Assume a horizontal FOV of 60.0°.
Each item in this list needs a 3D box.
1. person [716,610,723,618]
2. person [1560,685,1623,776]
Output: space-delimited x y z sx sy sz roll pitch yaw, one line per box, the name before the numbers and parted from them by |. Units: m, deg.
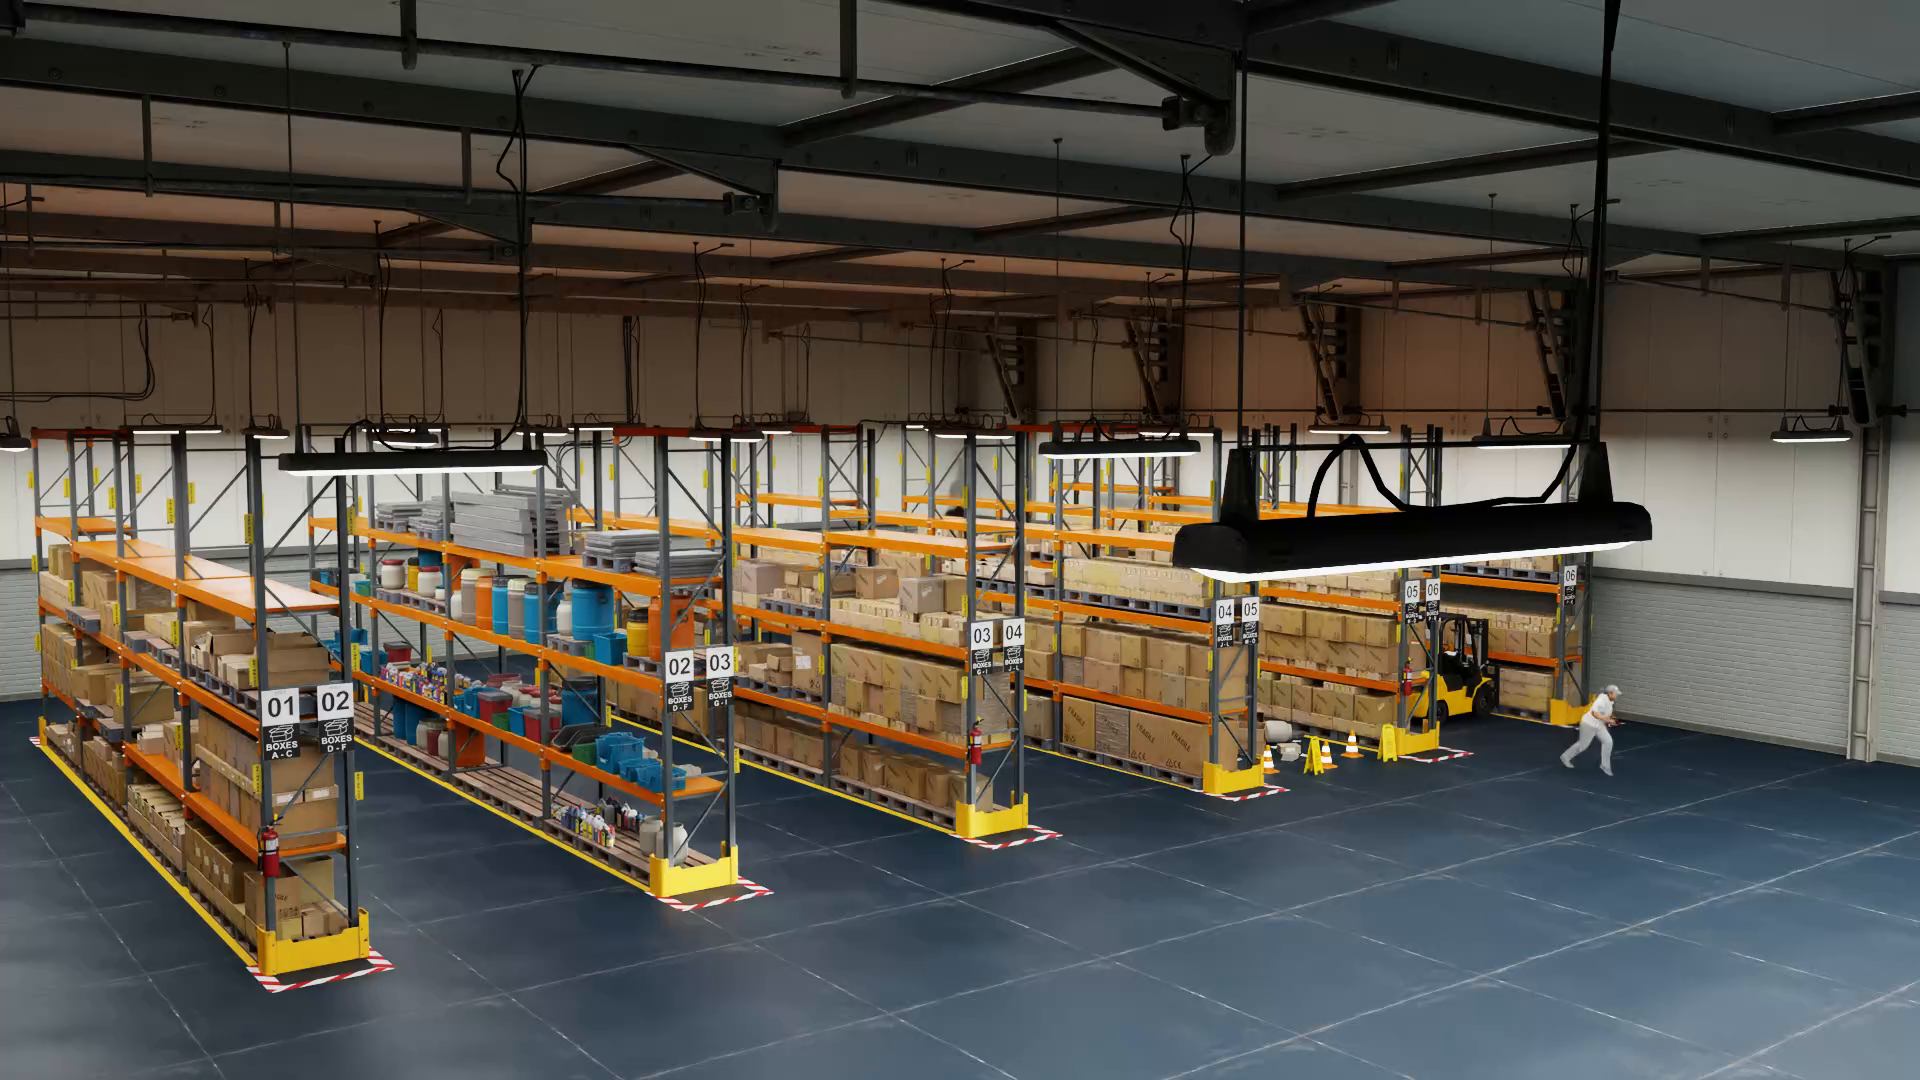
person | -5.898 2.300 40.941 0.743 1.691 0.702 -4 6 -44
person | 11.016 3.298 29.008 1.031 1.627 0.649 4 6 39
